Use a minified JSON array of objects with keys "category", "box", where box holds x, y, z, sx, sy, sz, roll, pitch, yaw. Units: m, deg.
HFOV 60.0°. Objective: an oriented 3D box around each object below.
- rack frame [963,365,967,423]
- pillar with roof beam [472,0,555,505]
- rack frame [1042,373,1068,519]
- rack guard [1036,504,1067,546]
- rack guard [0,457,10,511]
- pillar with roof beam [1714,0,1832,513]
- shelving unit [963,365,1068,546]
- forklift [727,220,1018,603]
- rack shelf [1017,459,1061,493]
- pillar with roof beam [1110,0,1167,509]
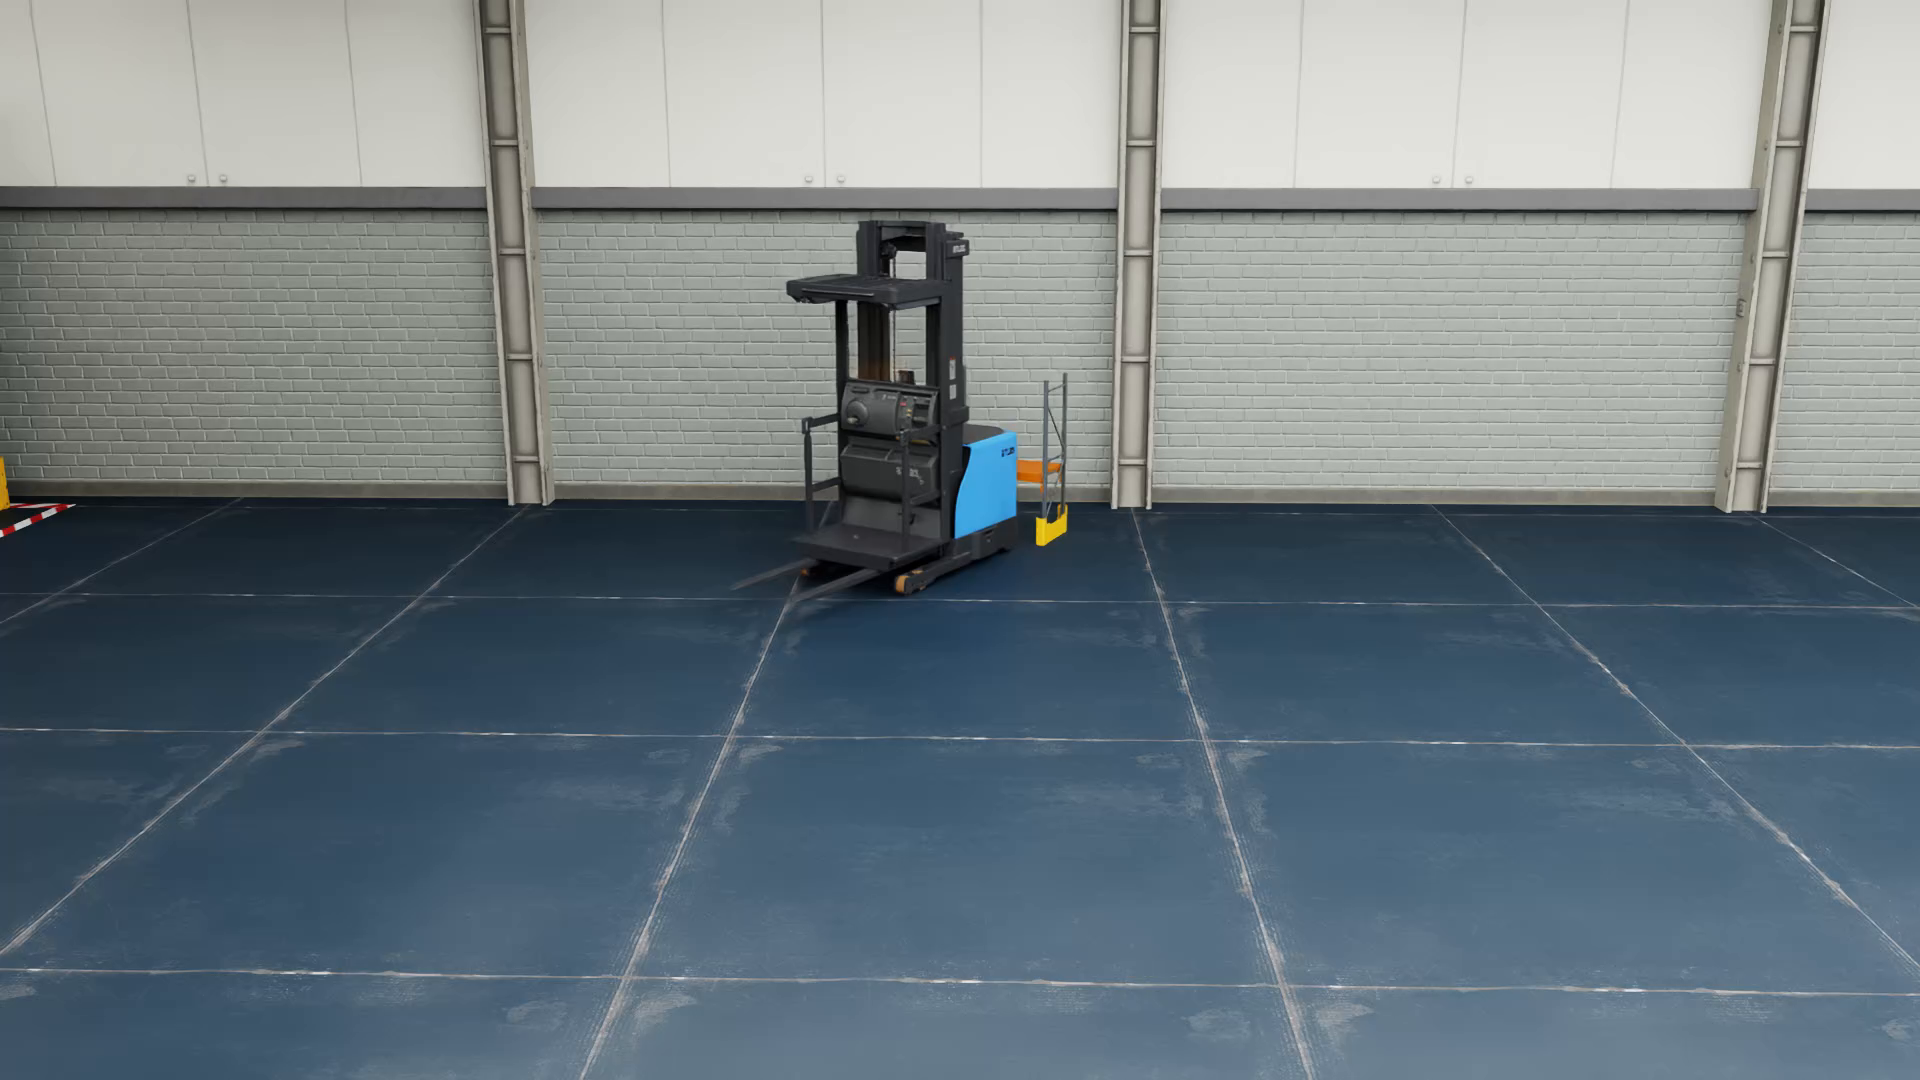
[{"category":"rack frame","box":[-0.058,-0.854,15.546,0.032,1.500,0.500,7,16,24]},{"category":"pillar with roof beam","box":[-4.411,-3.639,11.405,0.400,9.000,9.100,0,15,1]},{"category":"rack frame","box":[0.861,-0.743,15.125,0.032,1.500,0.500,7,16,24]},{"category":"rack guard","box":[0.844,-0.141,15.293,0.087,0.250,0.587,7,16,24]},{"category":"rack guard","box":[-9.602,-0.432,15.909,0.348,0.500,1.175,0,15,1]},{"category":"pillar with roof beam","box":[7.585,-3.561,11.108,0.400,9.000,9.100,0,15,1]},{"category":"shelving unit","box":[0.394,-0.799,15.339,1.083,1.500,0.587,7,16,24]},{"category":"forklift","box":[-0.707,-1.102,13.681,1.130,2.935,3.031,9,17,32]},{"category":"rack shelf","box":[0.402,-0.624,15.381,1.000,0.185,0.538,7,16,24]},{"category":"pillar with roof beam","box":[1.587,-3.600,11.256,0.400,9.000,9.100,0,15,1]}]
